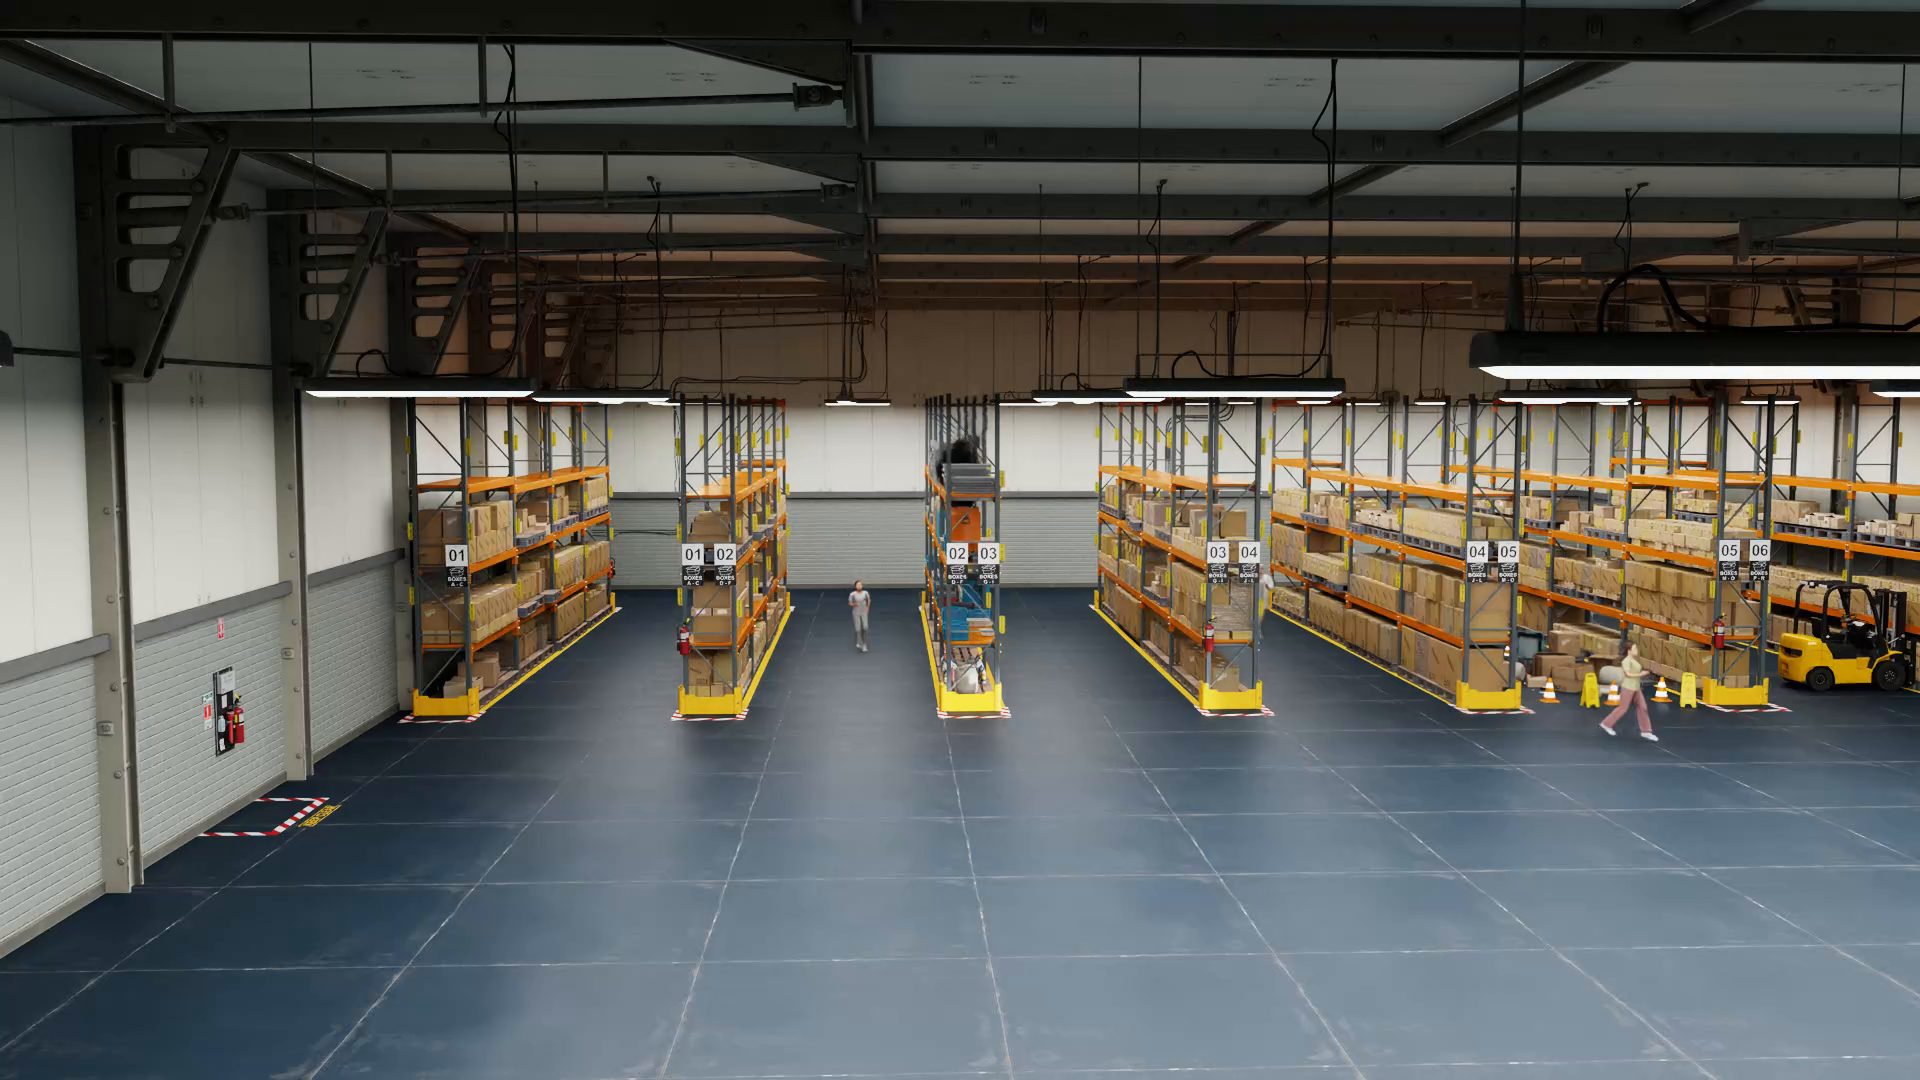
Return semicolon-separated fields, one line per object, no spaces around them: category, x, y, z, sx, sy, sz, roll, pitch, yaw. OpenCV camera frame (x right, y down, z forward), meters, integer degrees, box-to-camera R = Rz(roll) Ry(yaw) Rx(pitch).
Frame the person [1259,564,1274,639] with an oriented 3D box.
person;7.537;1.523;41.801;0.676;1.836;0.893;-1;5;-10

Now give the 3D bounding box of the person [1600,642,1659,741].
person;11.578;2.592;28.719;0.945;1.673;0.577;4;6;41

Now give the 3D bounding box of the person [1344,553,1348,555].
person;10.936;1.097;47.432;0.686;1.790;0.592;-1;5;-10

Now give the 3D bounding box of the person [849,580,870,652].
person;-2.363;1.796;39.273;0.542;1.710;0.731;-1;5;-10
